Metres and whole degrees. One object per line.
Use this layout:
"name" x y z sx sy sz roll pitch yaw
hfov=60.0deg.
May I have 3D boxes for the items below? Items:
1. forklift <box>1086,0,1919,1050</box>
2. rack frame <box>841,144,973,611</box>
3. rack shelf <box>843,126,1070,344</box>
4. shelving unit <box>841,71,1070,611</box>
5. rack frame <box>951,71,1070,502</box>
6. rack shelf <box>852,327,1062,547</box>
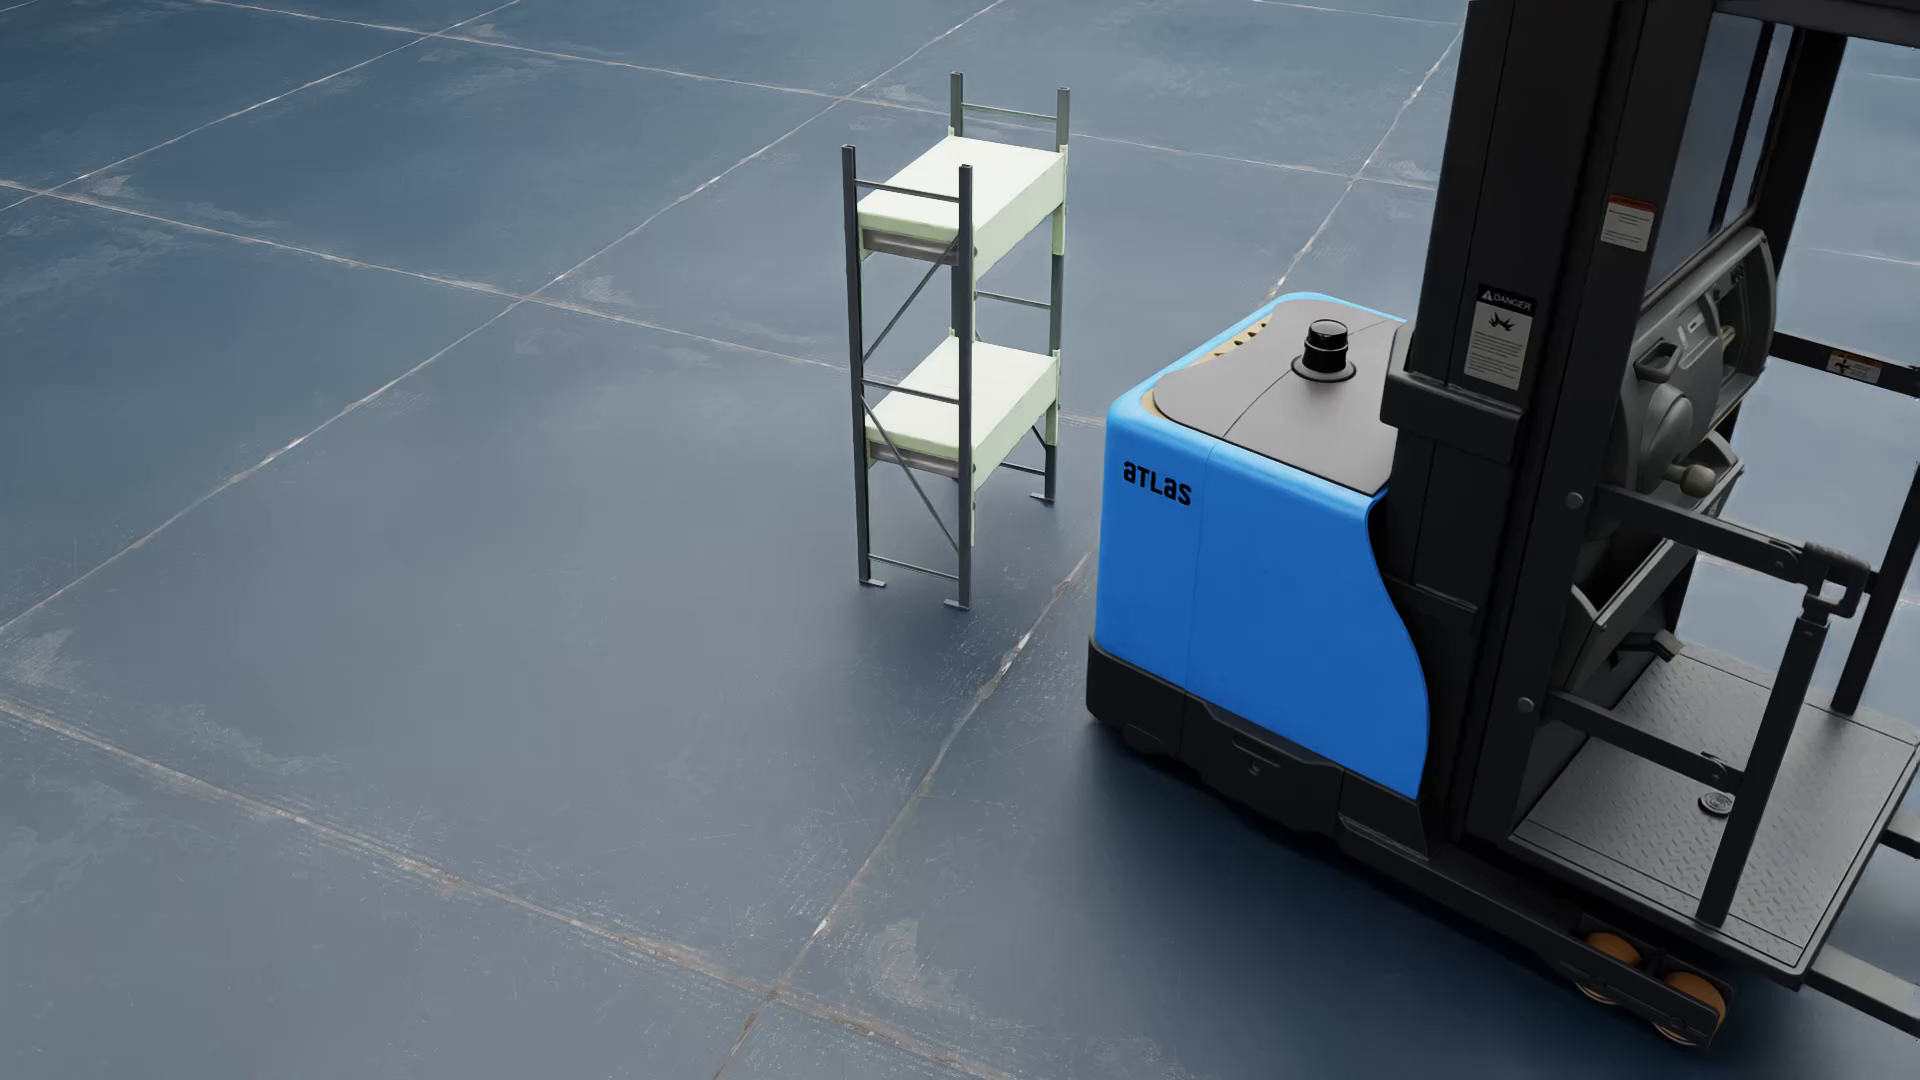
"forklift" 1.821 -0.364 3.632 3.031 2.935 1.130 25 41 33
"rack frame" -0.150 -0.448 5.066 0.400 1.500 0.023 14 36 20
"rack shelf" 0.003 -0.957 5.130 0.431 0.370 0.720 14 36 20
"shelving unit" 0.003 -0.631 5.344 0.431 1.500 0.755 14 36 20
"rack frame" 0.156 -0.813 5.622 0.400 1.500 0.023 14 36 20
"rack shelf" 0.003 -0.358 5.523 0.431 0.370 0.720 14 36 20
